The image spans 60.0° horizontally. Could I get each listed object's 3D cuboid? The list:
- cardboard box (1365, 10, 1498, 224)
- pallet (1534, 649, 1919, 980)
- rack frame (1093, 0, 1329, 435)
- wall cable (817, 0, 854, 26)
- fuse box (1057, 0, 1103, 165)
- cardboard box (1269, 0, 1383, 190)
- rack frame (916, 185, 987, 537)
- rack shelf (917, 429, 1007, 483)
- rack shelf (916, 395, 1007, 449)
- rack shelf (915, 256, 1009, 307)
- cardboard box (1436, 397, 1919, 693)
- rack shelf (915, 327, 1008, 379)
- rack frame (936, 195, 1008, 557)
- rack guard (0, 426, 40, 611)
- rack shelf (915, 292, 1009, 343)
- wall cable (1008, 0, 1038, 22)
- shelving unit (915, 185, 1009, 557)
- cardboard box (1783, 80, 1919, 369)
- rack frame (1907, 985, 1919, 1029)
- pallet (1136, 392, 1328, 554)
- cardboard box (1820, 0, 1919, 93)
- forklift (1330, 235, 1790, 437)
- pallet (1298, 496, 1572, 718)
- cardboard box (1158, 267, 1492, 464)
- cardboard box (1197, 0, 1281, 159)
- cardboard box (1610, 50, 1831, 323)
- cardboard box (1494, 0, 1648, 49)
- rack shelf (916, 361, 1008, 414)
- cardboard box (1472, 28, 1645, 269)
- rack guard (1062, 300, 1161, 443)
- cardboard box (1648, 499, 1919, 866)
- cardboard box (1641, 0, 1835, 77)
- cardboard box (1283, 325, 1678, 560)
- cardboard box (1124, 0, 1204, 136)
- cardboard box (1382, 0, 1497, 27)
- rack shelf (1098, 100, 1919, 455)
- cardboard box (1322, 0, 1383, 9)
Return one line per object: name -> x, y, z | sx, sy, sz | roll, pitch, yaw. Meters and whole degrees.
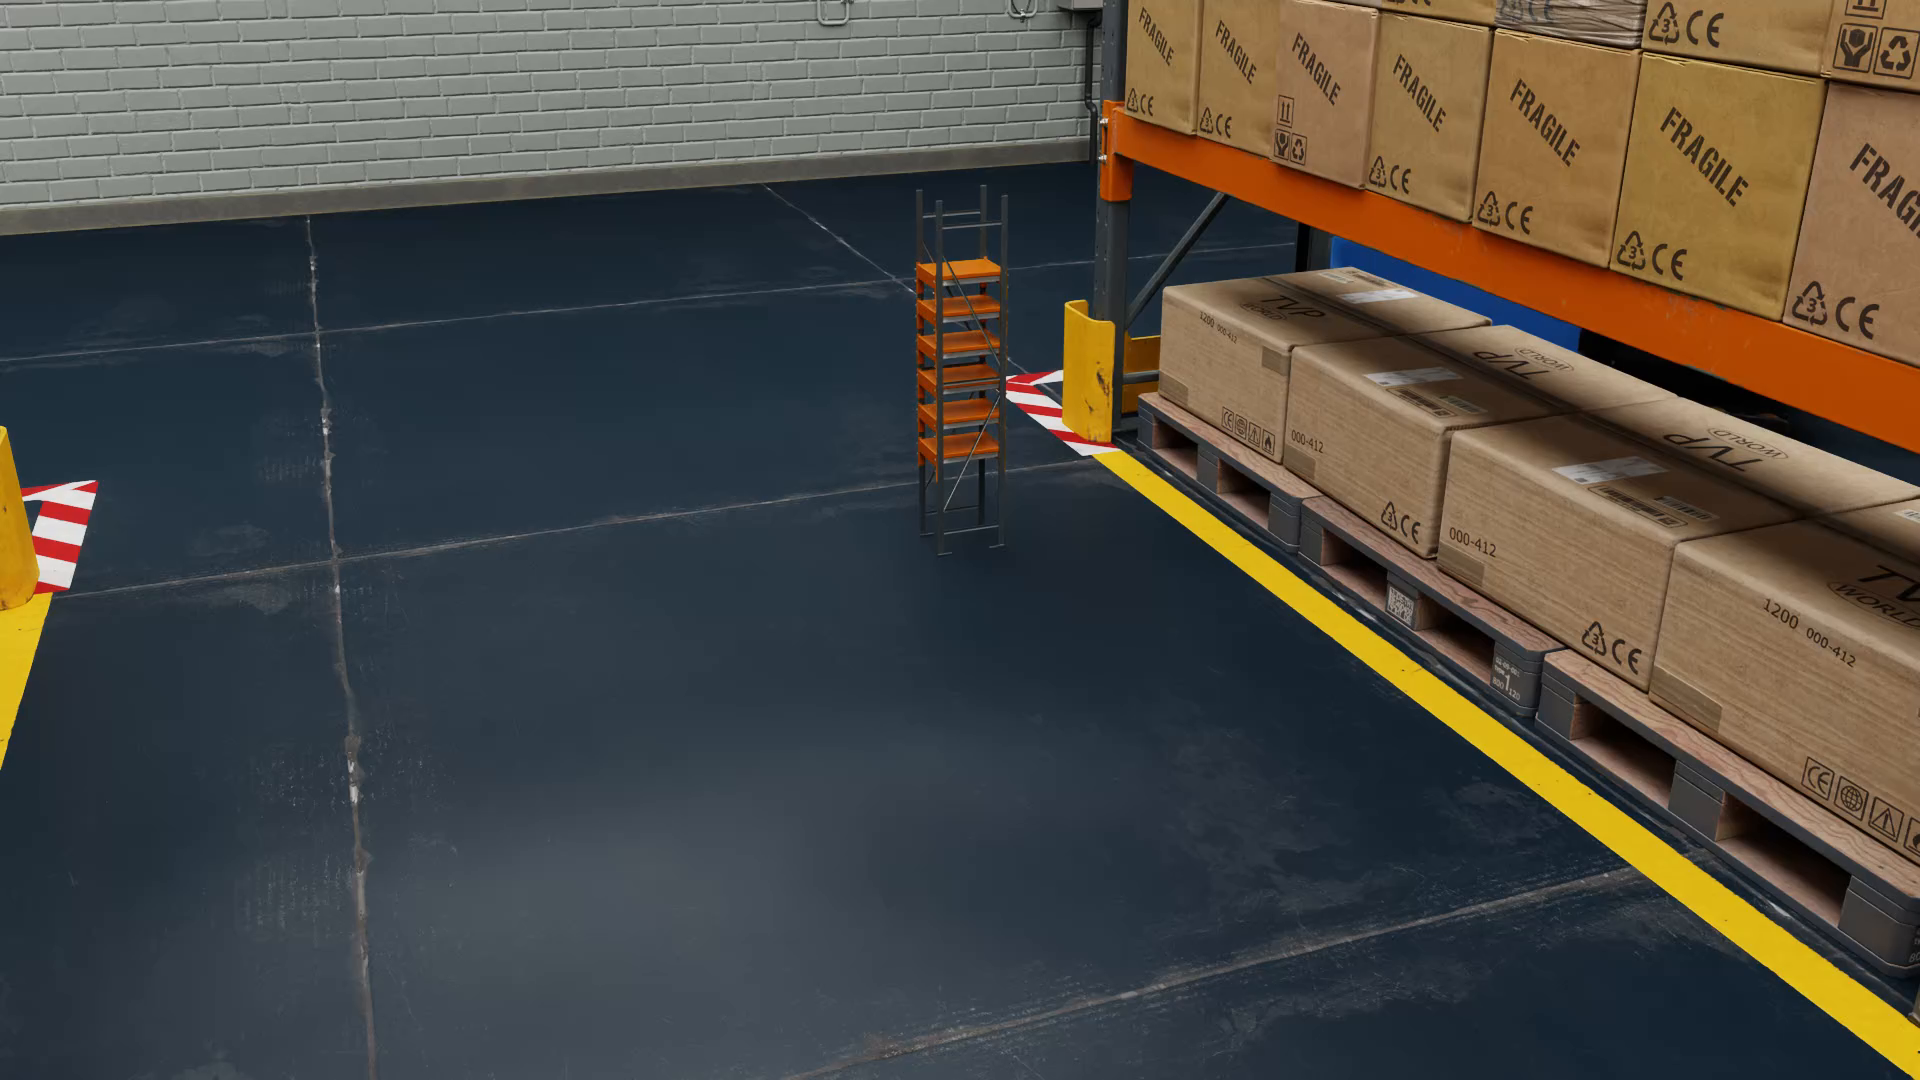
cardboard box -> 1.482, -1.182, 4.563 | 0.500, 0.500, 0.500 | -8, 24, -17
pallet -> 2.239, 0.555, 4.162 | 1.003, 0.211, 1.213 | -8, 24, -19
rack frame -> 1.021, -1.897, 6.388 | 1.000, 3.000, 0.127 | -8, 24, -19
wall cable -> -0.993, -4.425, 11.038 | 0.585, 1.953, 0.123 | -8, 24, -19
fuse box -> 1.024, -3.584, 12.050 | 0.539, 1.711, 0.414 | -8, 24, -19
cardboard box -> 1.290, -1.362, 4.990 | 0.500, 0.500, 0.500 | -8, 24, -19
rack frame -> -0.027, -0.581, 5.583 | 0.240, 1.200, 0.006 | -8, 24, -19
rack shelf -> 0.005, -0.286, 5.615 | 0.258, 0.103, 0.180 | -8, 24, -19
rack shelf -> 0.005, -0.396, 5.568 | 0.258, 0.103, 0.180 | -8, 24, -19
rack shelf -> 0.005, -0.838, 5.382 | 0.258, 0.103, 0.180 | -8, 24, -19
cardboard box -> 1.996, -0.024, 4.703 | 0.875, 0.438, 0.875 | -9, 25, -21
rack shelf -> 0.005, -0.617, 5.475 | 0.258, 0.103, 0.180 | -8, 24, -19
rack frame -> 0.037, -0.514, 5.426 | 0.240, 1.200, 0.006 | -8, 24, -19
rack guard -> -3.547, -0.001, 5.109 | 1.175, 0.500, 0.348 | -8, 24, -19
rack shelf -> 0.005, -0.728, 5.429 | 0.258, 0.103, 0.180 | -8, 24, -19
wall cable -> 0.330, -4.609, 11.516 | 0.588, 1.984, 0.122 | -8, 24, -19
shelving unit -> 0.005, -0.548, 5.504 | 0.258, 1.200, 0.189 | -8, 24, -19
cardboard box -> 2.031, -0.623, 3.237 | 0.500, 0.500, 0.500 | -8, 24, -19
rack frame -> 2.434, -0.443, 2.939 | 1.000, 3.000, 0.127 | -8, 24, -19
pallet -> 1.377, -0.332, 6.266 | 1.003, 0.211, 1.213 | -8, 24, -19
cardboard box -> 2.009, -1.084, 3.043 | 0.500, 0.500, 0.500 | -9, 24, -19
forklift -> 3.122, -1.915, 6.519 | 3.031, 2.935, 1.130 | 10, 25, 23
pallet -> 1.804, 0.111, 5.216 | 1.003, 0.211, 1.213 | -8, 24, -19
cardboard box -> 1.348, -0.683, 6.267 | 0.875, 0.438, 0.875 | -9, 25, -21
cardboard box -> 1.127, -1.549, 5.434 | 0.500, 0.500, 0.500 | -9, 24, -20
cardboard box -> 1.844, -0.809, 3.678 | 0.500, 0.500, 0.500 | -9, 24, -20
cardboard box -> 1.649, -1.453, 3.919 | 0.500, 0.500, 0.500 | -8, 24, -18
rack shelf -> 0.005, -0.507, 5.522 | 0.258, 0.103, 0.180 | -8, 24, -19
cardboard box -> 1.653, -0.990, 4.107 | 0.500, 0.500, 0.500 | -9, 24, -20
rack guard -> 1.013, -0.753, 6.894 | 1.175, 0.500, 0.348 | -8, 24, -19
cardboard box -> 2.313, 0.301, 3.932 | 0.875, 0.438, 0.875 | -9, 24, -20
cardboard box -> 1.838, -1.269, 3.483 | 0.500, 0.500, 0.500 | -9, 24, -20
cardboard box -> 1.679, -0.352, 5.481 | 0.875, 0.438, 0.875 | -8, 24, -18
cardboard box -> 0.922, -1.729, 5.861 | 0.500, 0.500, 0.500 | -9, 24, -19
cardboard box -> 1.480, -1.636, 4.354 | 0.500, 0.500, 0.500 | -8, 24, -19
rack shelf -> 1.728, -0.838, 4.803 | 1.077, 0.370, 4.000 | -8, 24, -19
cardboard box -> 1.302, -1.817, 4.783 | 0.500, 0.500, 0.500 | -9, 24, -19
